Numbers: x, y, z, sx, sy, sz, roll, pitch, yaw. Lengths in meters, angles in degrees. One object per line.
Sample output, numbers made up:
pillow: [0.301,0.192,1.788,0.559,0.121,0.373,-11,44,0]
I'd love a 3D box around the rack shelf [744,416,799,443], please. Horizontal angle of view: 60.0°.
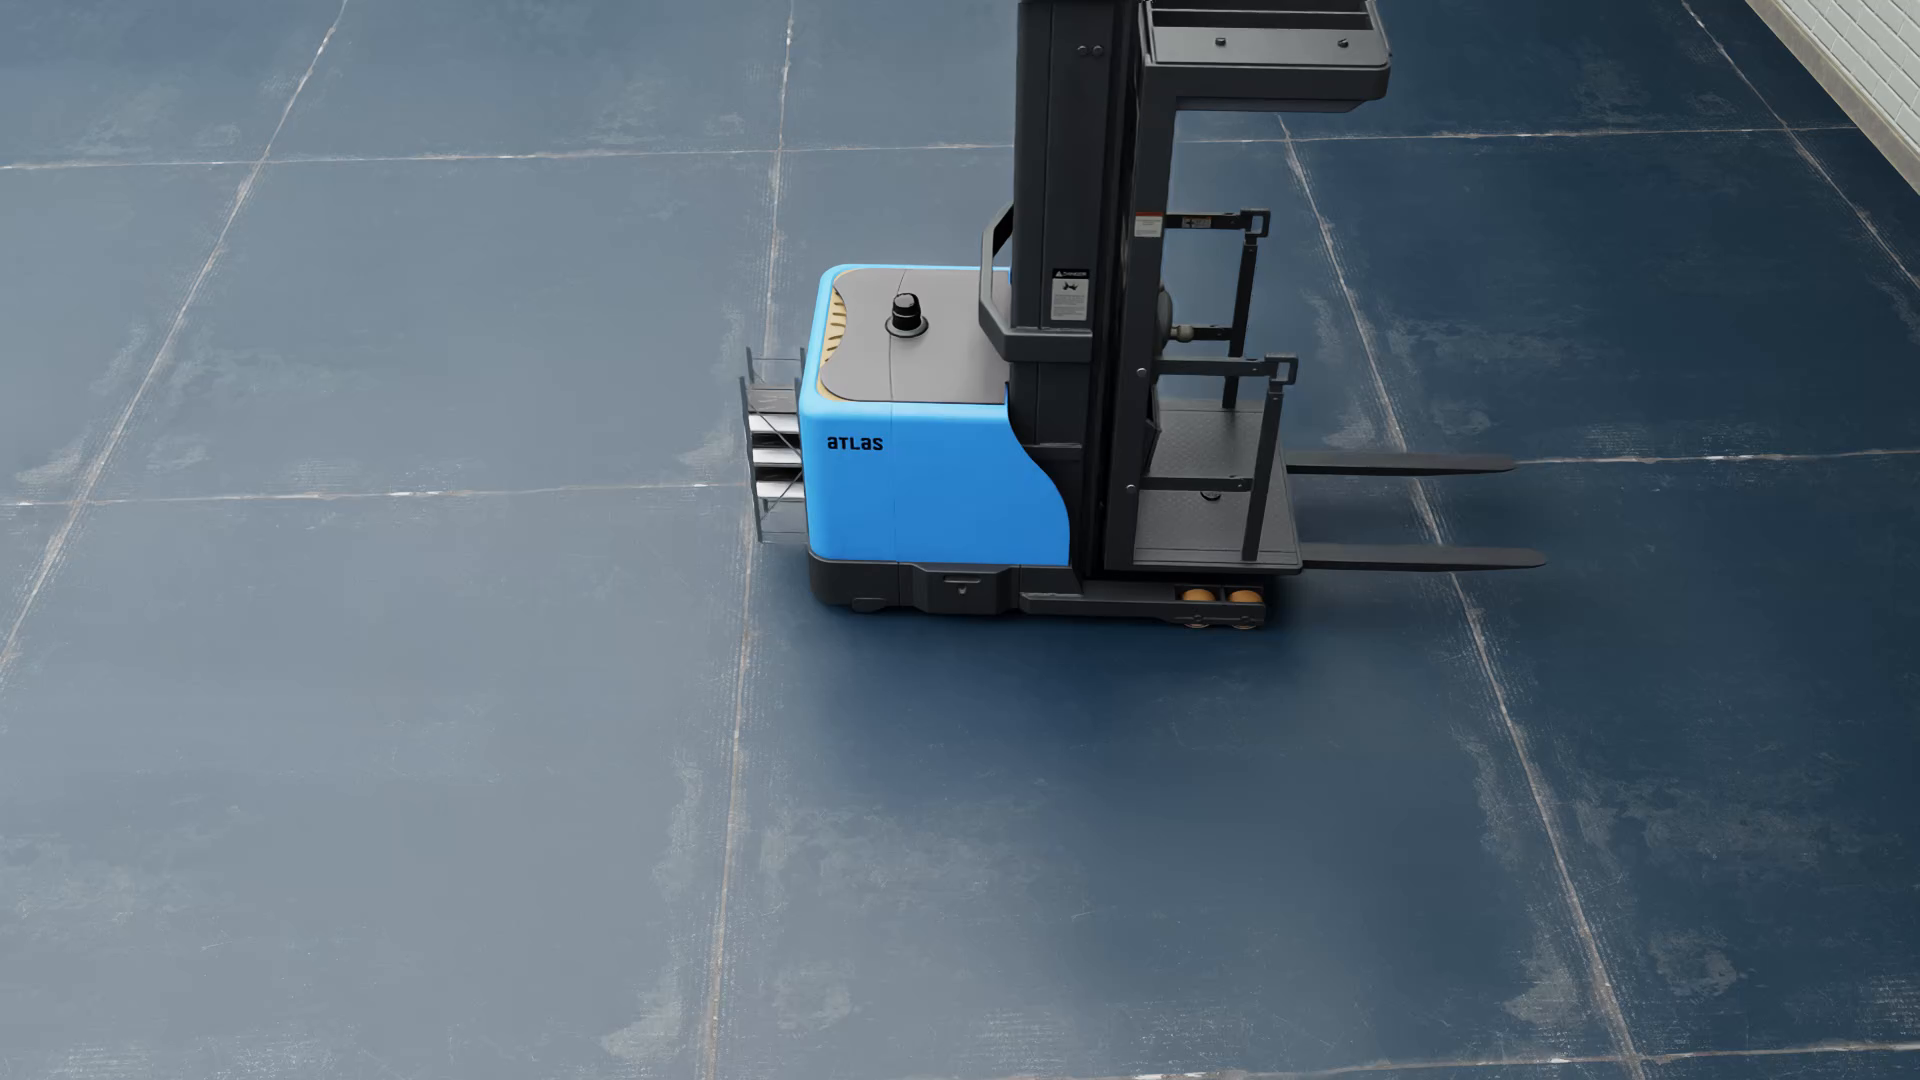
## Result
rack shelf: [-0.756,-0.495,6.906,0.258,0.077,0.200,1,43,2]

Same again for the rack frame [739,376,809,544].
rack frame: [-0.760,-0.318,6.930,0.240,0.900,0.006,1,43,2]

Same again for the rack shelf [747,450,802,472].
rack shelf: [-0.756,-0.362,7.028,0.258,0.077,0.200,1,43,2]

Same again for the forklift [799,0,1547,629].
forklift: [0.906,-1.082,6.261,3.031,2.935,1.130,1,43,2]

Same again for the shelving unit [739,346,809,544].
shelving unit: [-0.756,-0.387,7.005,0.258,0.900,0.210,1,43,2]

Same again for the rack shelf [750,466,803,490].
rack shelf: [-0.755,-0.296,7.088,0.258,0.077,0.200,1,43,2]

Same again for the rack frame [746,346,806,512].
rack frame: [-0.752,-0.455,7.080,0.240,0.900,0.006,1,43,2]

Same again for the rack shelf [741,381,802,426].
rack shelf: [-0.757,-0.561,6.845,0.258,0.077,0.200,1,43,2]

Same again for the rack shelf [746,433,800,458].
rack shelf: [-0.756,-0.428,6.967,0.258,0.077,0.200,1,43,2]

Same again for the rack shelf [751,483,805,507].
rack shelf: [-0.755,-0.229,7.149,0.258,0.077,0.200,1,43,2]
